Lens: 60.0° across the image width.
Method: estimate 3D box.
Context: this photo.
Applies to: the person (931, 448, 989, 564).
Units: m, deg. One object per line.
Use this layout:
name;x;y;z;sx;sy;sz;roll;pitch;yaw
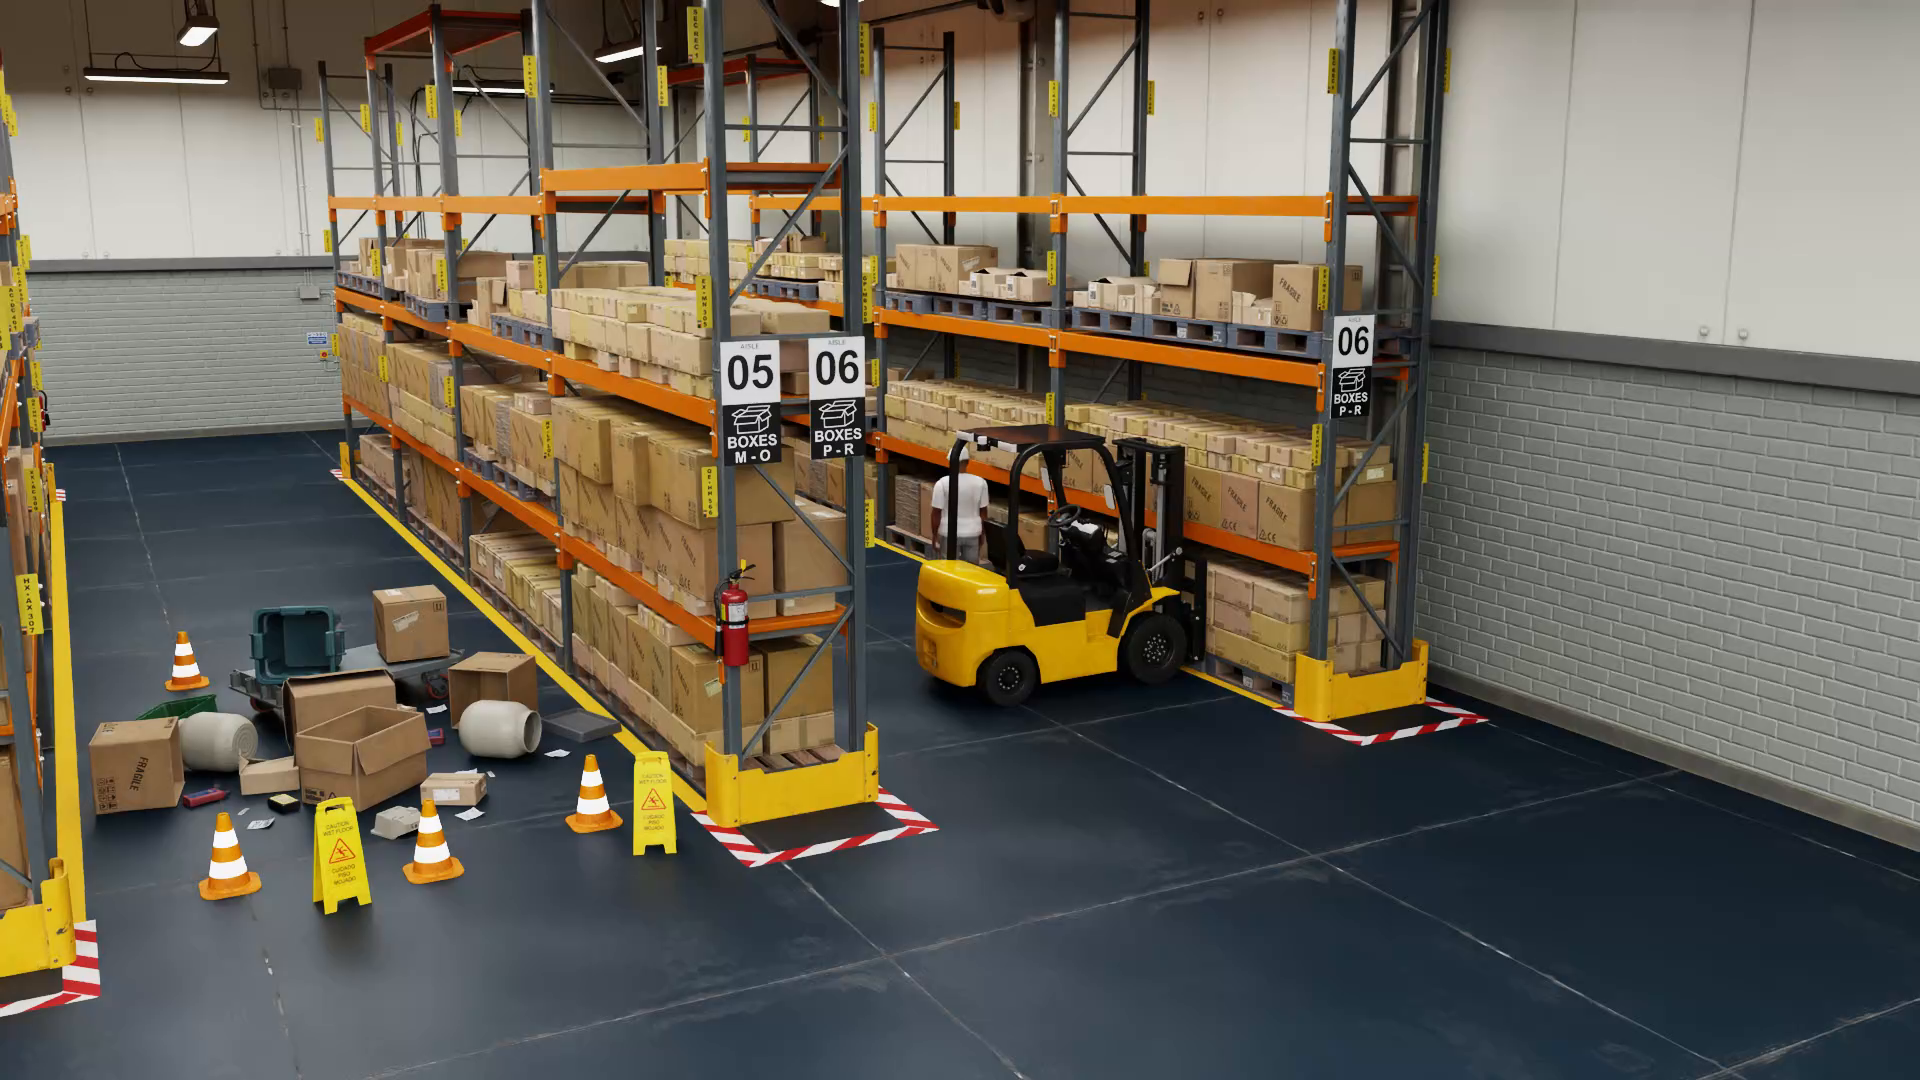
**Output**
person;-0.010;-0.046;16.118;0.565;1.763;0.355;-3;12;-13
